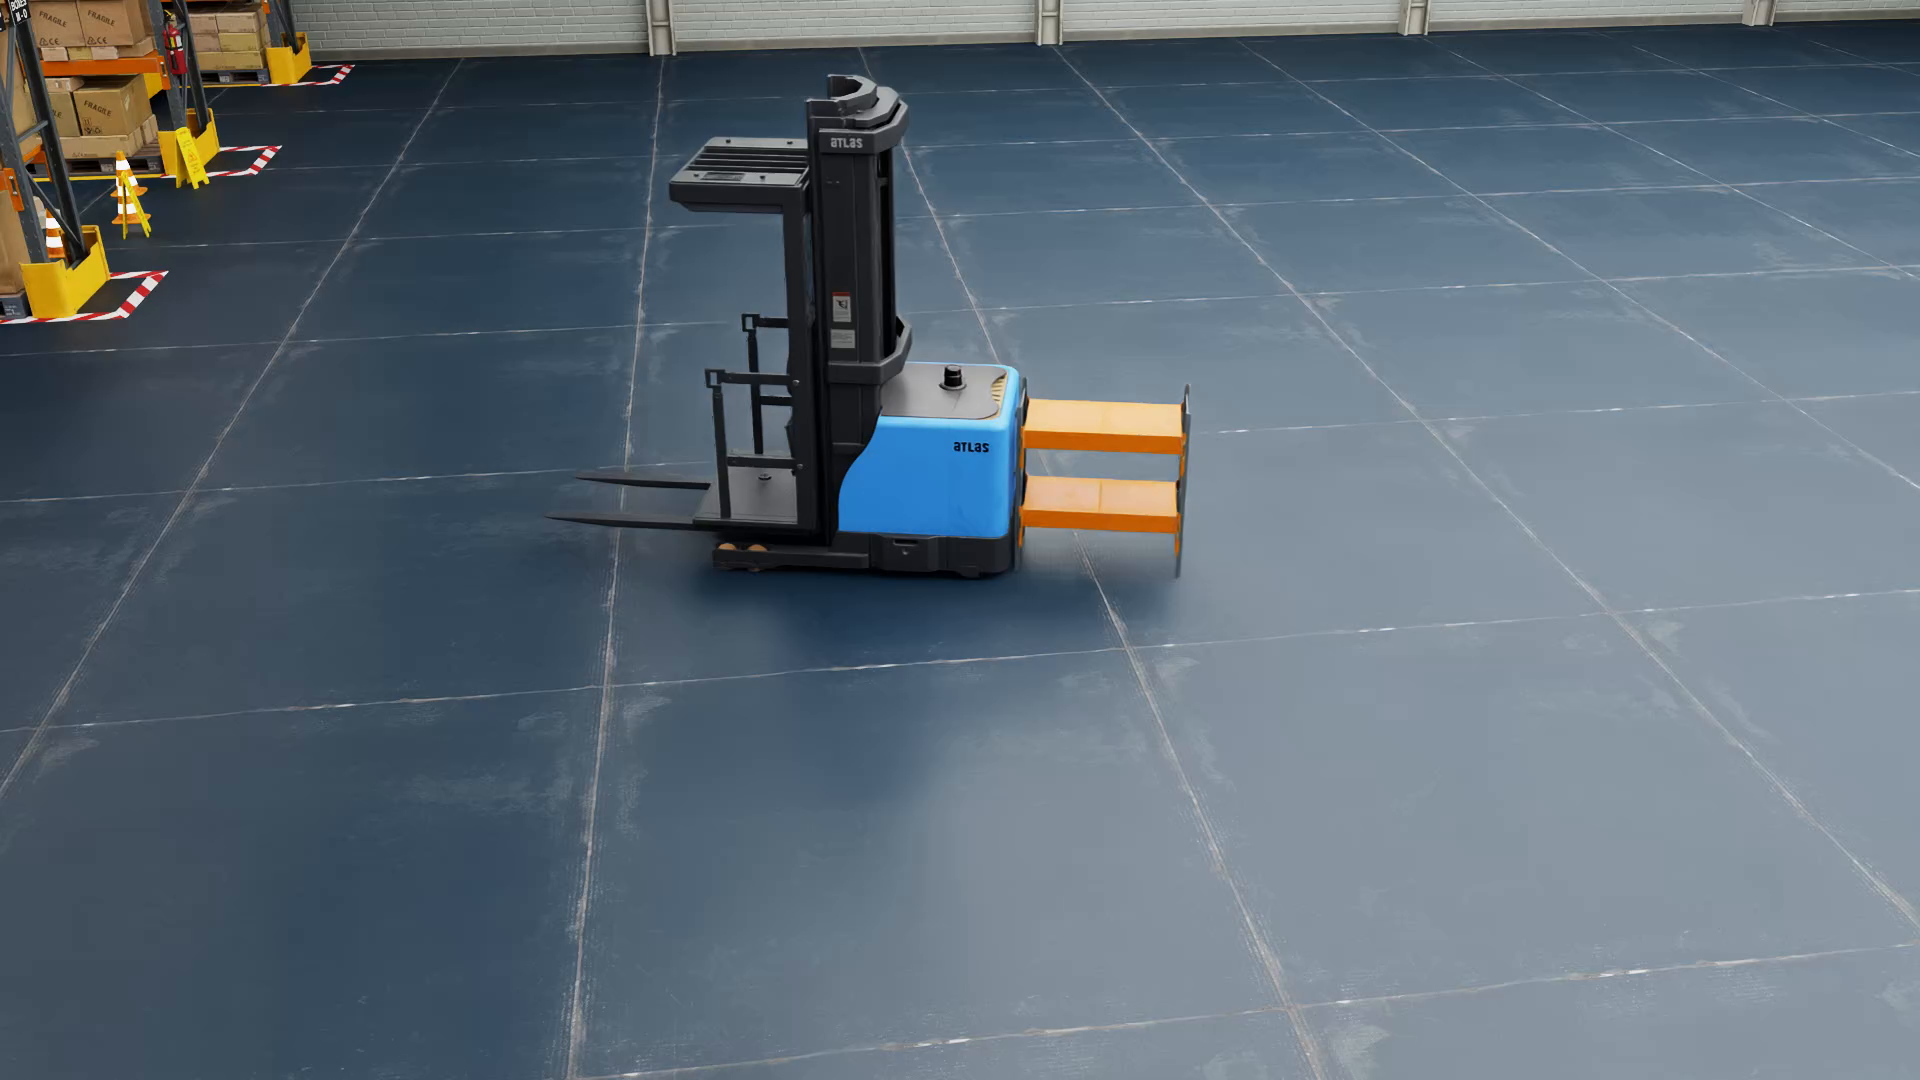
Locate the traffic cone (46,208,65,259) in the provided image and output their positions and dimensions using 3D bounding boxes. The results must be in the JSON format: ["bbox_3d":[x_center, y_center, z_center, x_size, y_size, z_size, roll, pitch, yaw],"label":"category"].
[{"bbox_3d":[-8.914,-3.050,16.389,0.334,0.463,0.336,-4,27,-7],"label":"traffic cone"}]

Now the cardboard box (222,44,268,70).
[{"bbox_3d":[-10.096,-6.836,23.541,0.500,0.250,0.500,-3,27,-7],"label":"cardboard box"}]

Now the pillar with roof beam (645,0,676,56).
[{"bbox_3d":[-3.949,-9.513,19.635,0.400,9.000,9.100,-4,27,-7],"label":"pillar with roof beam"}]

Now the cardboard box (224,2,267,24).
[{"bbox_3d":[-10.177,-7.508,23.757,0.500,0.250,0.500,-4,27,-8],"label":"cardboard box"}]

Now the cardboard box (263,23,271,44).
[{"bbox_3d":[-10.170,-7.295,23.888,0.500,0.250,0.500,-3,27,-6],"label":"cardboard box"}]

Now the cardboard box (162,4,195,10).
[{"bbox_3d":[-11.168,-7.448,23.639,0.500,0.250,0.500,-4,27,-7],"label":"cardboard box"}]

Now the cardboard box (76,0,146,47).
[{"bbox_3d":[-9.479,-5.819,18.572,0.500,0.500,0.500,-4,27,-8],"label":"cardboard box"}]

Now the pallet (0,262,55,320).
[{"bbox_3d":[-8.971,-2.243,15.093,1.213,0.211,1.003,-4,27,-7],"label":"pallet"}]

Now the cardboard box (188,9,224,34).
[{"bbox_3d":[-10.592,-7.248,23.249,0.500,0.250,0.500,-3,27,-6],"label":"cardboard box"}]

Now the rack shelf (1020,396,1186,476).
[{"bbox_3d":[0.891,-0.654,10.353,1.000,0.278,0.538,3,27,5],"label":"rack shelf"}]

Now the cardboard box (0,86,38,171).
[{"bbox_3d":[-8.551,-3.593,14.504,0.550,0.550,0.875,-4,27,-7],"label":"cardboard box"}]

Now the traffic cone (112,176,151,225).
[{"bbox_3d":[-8.735,-3.582,17.427,0.334,0.463,0.336,-4,27,-7],"label":"traffic cone"}]

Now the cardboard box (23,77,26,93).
[{"bbox_3d":[-10.602,-5.134,18.692,0.250,0.149,0.380,-3,27,-5],"label":"cardboard box"}]

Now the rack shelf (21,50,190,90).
[{"bbox_3d":[-10.960,-5.354,18.889,4.000,0.370,1.077,-4,27,-7],"label":"rack shelf"}]

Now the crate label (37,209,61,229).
[{"bbox_3d":[-9.504,-3.359,17.349,0.298,0.136,0.250,-20,33,-33],"label":"crate label"}]

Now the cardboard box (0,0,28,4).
[{"bbox_3d":[-10.448,-6.184,18.188,0.500,0.500,0.700,-4,27,-8],"label":"cardboard box"}]

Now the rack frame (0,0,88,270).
[{"bbox_3d":[-8.190,-3.570,14.624,0.127,3.000,1.000,-4,27,-7],"label":"rack frame"}]

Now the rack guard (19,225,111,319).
[{"bbox_3d":[-8.166,-2.459,15.198,0.348,0.500,1.175,-4,27,-7],"label":"rack guard"}]

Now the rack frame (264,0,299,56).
[{"bbox_3d":[-9.675,-8.045,23.346,0.127,3.000,1.000,-4,27,-7],"label":"rack frame"}]

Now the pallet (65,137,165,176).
[{"bbox_3d":[-9.865,-4.520,19.531,1.213,0.211,1.003,-4,27,-7],"label":"pallet"}]

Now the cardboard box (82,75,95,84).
[{"bbox_3d":[-10.358,-5.135,19.405,0.500,0.500,0.500,-5,28,-9],"label":"cardboard box"}]

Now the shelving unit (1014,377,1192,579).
[{"bbox_3d":[0.891,-0.393,10.487,1.048,1.125,0.538,3,27,5],"label":"shelving unit"}]

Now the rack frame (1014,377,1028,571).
[{"bbox_3d":[0.386,-0.417,10.533,0.032,1.125,0.500,3,27,5],"label":"rack frame"}]

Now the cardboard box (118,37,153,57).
[{"bbox_3d":[-9.320,-5.569,18.796,0.250,0.149,0.380,-3,27,-5],"label":"cardboard box"}]

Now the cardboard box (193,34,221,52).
[{"bbox_3d":[-10.612,-7.032,23.375,0.500,0.250,0.500,-4,27,-8],"label":"cardboard box"}]

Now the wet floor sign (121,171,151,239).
[{"bbox_3d":[-8.437,-3.419,16.910,0.232,0.644,0.267,-8,28,-16],"label":"wet floor sign"}]

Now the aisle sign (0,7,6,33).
[{"bbox_3d":[-8.078,-4.596,13.775,0.004,0.787,0.394,-4,27,-7],"label":"aisle sign"}]

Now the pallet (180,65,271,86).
[{"bbox_3d":[-10.427,-6.737,23.851,1.213,0.211,1.003,-4,27,-7],"label":"pallet"}]

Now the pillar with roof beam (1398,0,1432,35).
[{"bbox_3d":[7.934,-10.276,21.122,0.400,9.000,9.100,-4,27,-7],"label":"pillar with roof beam"}]

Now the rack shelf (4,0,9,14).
[{"bbox_3d":[-10.171,-4.457,13.856,4.000,0.370,1.077,-4,27,-7],"label":"rack shelf"}]

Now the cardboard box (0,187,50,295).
[{"bbox_3d":[-8.852,-2.739,14.871,0.875,0.875,0.875,-4,27,-7],"label":"cardboard box"}]

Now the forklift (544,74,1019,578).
[{"bbox_3d":[-1.154,-1.339,10.351,3.031,2.935,1.130,3,27,5],"label":"forklift"}]

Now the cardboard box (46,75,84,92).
[{"bbox_3d":[-10.091,-5.165,18.752,0.250,0.149,0.380,-3,27,-6],"label":"cardboard box"}]

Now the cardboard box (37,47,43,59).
[{"bbox_3d":[-10.337,-5.513,18.687,0.250,0.149,0.380,-3,27,-6],"label":"cardboard box"}]

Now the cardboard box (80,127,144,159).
[{"bbox_3d":[-9.767,-4.590,19.165,0.500,0.250,0.500,-4,27,-7],"label":"cardboard box"}]

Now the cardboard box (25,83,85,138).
[{"bbox_3d":[-10.253,-4.895,18.937,0.500,0.500,0.500,-3,27,-5],"label":"cardboard box"}]

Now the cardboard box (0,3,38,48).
[{"bbox_3d":[-10.471,-5.759,18.455,0.500,0.500,0.500,-4,27,-7],"label":"cardboard box"}]

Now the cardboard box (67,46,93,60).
[{"bbox_3d":[-9.813,-5.496,18.654,0.250,0.149,0.380,-4,27,-8],"label":"cardboard box"}]
